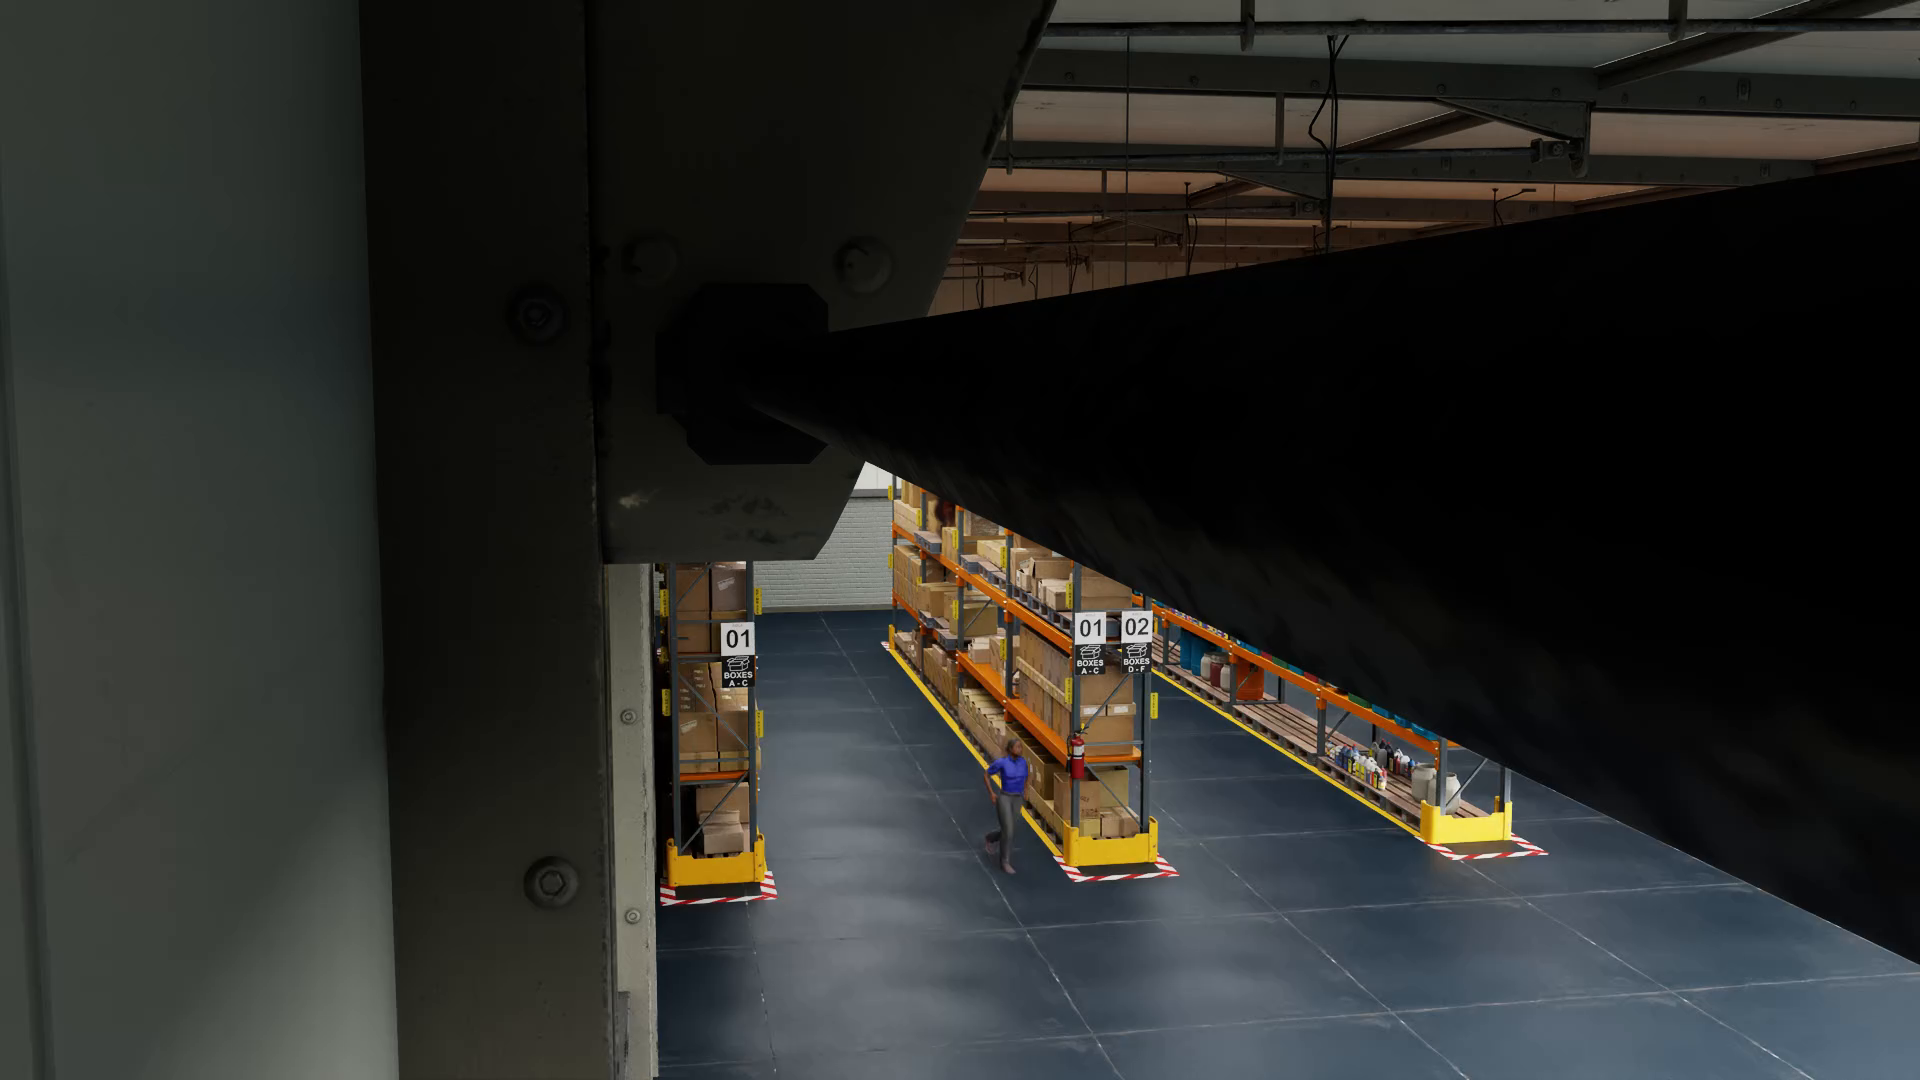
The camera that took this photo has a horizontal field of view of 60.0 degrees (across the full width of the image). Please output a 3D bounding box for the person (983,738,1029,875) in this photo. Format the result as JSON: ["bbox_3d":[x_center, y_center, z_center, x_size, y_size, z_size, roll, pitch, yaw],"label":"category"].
[{"bbox_3d":[0.599,3.293,20.874,0.613,1.649,0.810,-4,7,-31],"label":"person"}]

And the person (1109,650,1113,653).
[{"bbox_3d":[2.651,2.190,30.873,0.574,1.697,0.718,-3,7,-27],"label":"person"}]
